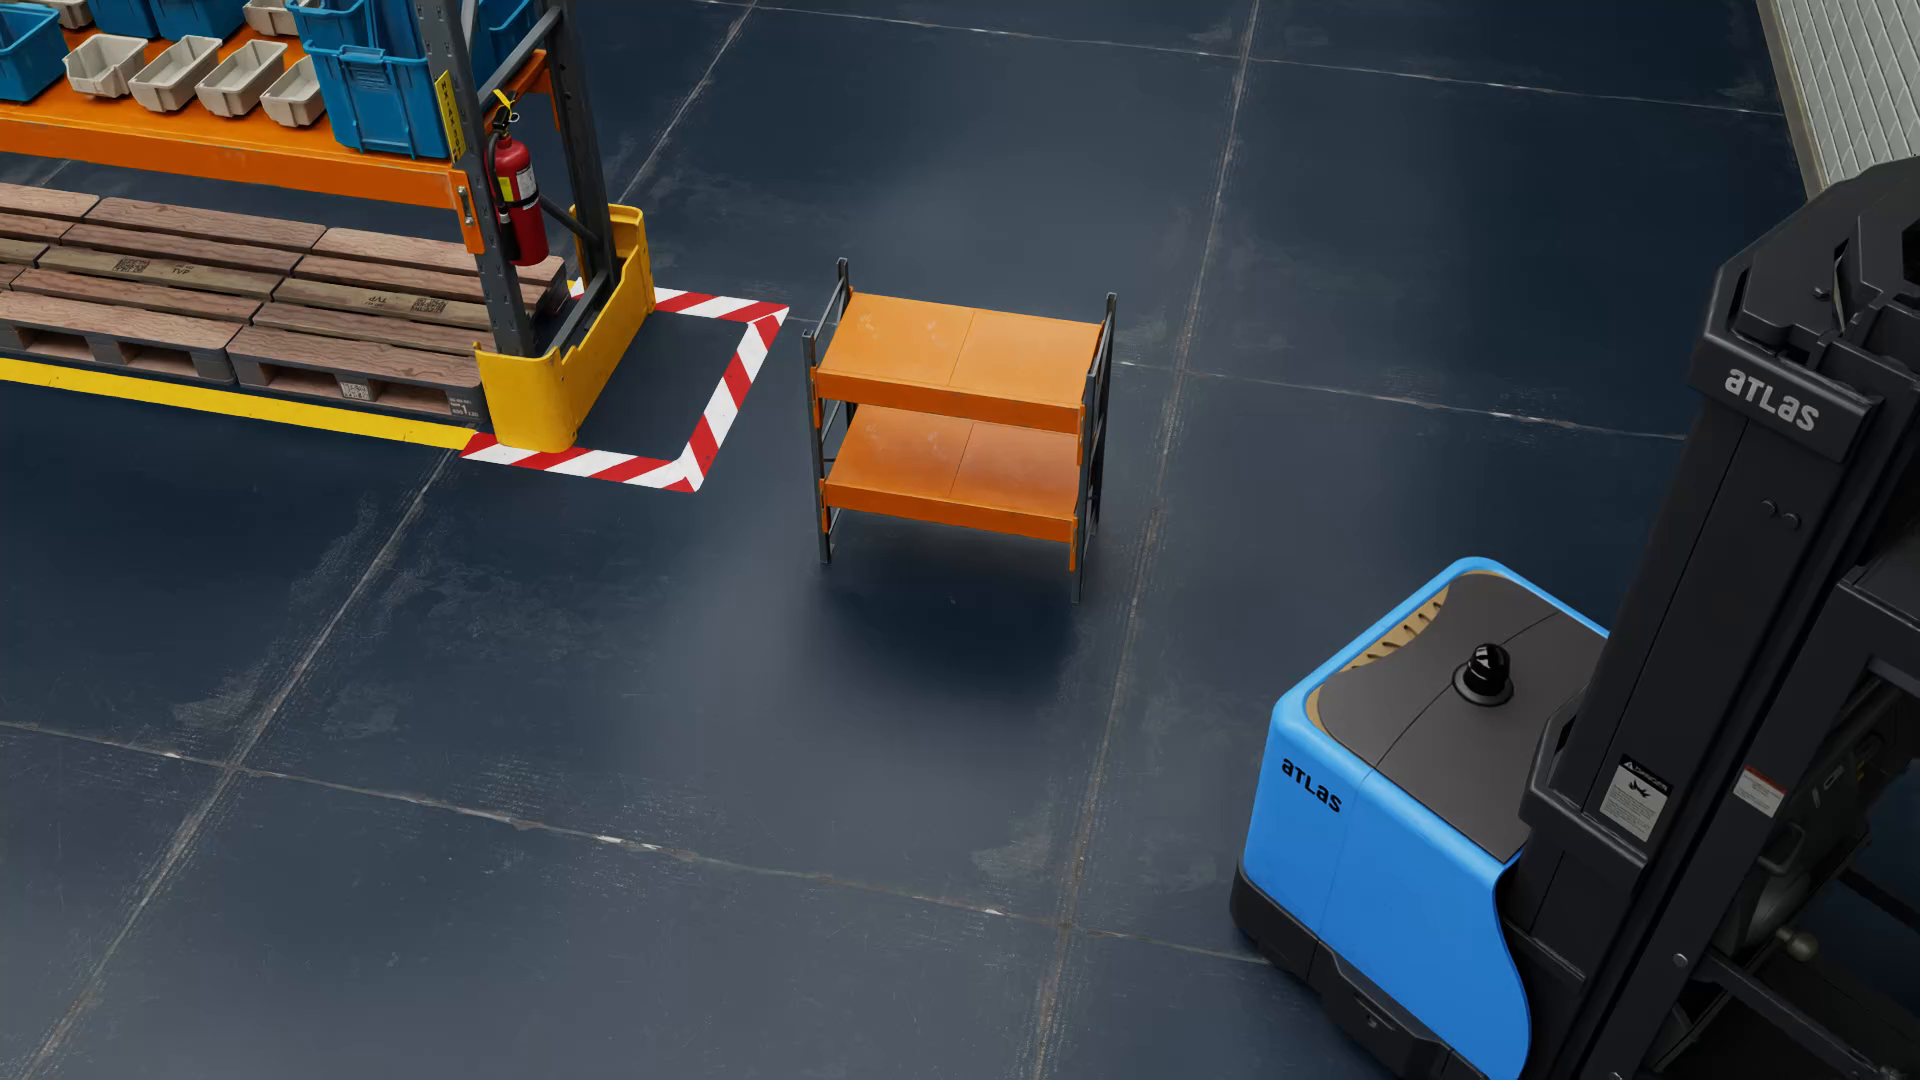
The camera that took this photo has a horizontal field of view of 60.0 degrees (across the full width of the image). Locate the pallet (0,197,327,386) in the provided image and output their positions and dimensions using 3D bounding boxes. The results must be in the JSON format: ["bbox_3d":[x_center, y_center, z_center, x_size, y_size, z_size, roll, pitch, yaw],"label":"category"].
[{"bbox_3d":[-3.737,-1.193,7.837,1.213,0.211,1.003,9,45,9],"label":"pallet"}]

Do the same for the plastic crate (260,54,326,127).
[{"bbox_3d":[-2.590,-1.787,6.591,0.243,0.136,0.396,9,45,9],"label":"plastic crate"}]

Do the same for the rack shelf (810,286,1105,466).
[{"bbox_3d":[0.007,-0.615,6.156,1.000,0.278,0.538,9,45,9],"label":"rack shelf"}]

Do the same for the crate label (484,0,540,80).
[{"bbox_3d":[-1.923,-2.081,6.827,0.303,0.233,0.416,9,45,9],"label":"crate label"}]

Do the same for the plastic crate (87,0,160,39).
[{"bbox_3d":[-3.501,-2.326,7.081,0.300,0.233,0.416,9,45,9],"label":"plastic crate"}]

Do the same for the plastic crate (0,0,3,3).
[{"bbox_3d":[-4.208,-2.089,6.799,0.530,0.282,0.437,9,45,9],"label":"plastic crate"}]

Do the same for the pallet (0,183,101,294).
[{"bbox_3d":[-4.932,-1.376,8.027,1.213,0.211,1.003,9,45,9],"label":"pallet"}]

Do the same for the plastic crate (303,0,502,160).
[{"bbox_3d":[-2.122,-1.819,6.408,0.499,0.435,0.616,9,45,9],"label":"plastic crate"}]

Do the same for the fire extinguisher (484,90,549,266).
[{"bbox_3d":[-1.706,-1.367,6.332,0.183,0.674,0.296,9,45,9],"label":"fire extinguisher"}]

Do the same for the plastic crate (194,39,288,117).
[{"bbox_3d":[-2.869,-1.841,6.647,0.243,0.136,0.396,9,45,9],"label":"plastic crate"}]

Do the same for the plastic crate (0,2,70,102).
[{"bbox_3d":[-3.814,-1.959,6.699,0.300,0.233,0.416,9,45,9],"label":"plastic crate"}]

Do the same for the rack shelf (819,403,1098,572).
[{"bbox_3d":[0.007,-0.228,6.528,1.000,0.278,0.538,9,45,9],"label":"rack shelf"}]

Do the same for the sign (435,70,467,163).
[{"bbox_3d":[-1.858,-1.544,6.073,0.005,0.325,0.100,9,45,9],"label":"sign"}]

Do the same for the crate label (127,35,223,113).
[{"bbox_3d":[-3.146,-1.867,6.673,0.243,0.136,0.396,9,45,9],"label":"crate label"}]

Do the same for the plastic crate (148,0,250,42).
[{"bbox_3d":[-3.208,-2.281,7.034,0.300,0.233,0.416,9,45,9],"label":"plastic crate"}]

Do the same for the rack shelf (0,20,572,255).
[{"bbox_3d":[-3.706,-1.904,7.083,4.000,0.370,1.077,9,45,9],"label":"rack shelf"}]

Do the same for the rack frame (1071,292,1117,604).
[{"bbox_3d":[0.503,-0.327,6.279,0.032,1.125,0.500,9,45,9],"label":"rack frame"}]

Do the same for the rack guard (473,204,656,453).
[{"bbox_3d":[-1.728,-0.964,7.391,0.348,0.500,1.175,9,45,9],"label":"rack guard"}]

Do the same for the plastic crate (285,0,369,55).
[{"bbox_3d":[-2.566,-2.181,6.930,0.300,0.233,0.416,9,45,9],"label":"plastic crate"}]

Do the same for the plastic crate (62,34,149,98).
[{"bbox_3d":[-3.439,-1.899,6.707,0.250,0.136,0.298,9,45,9],"label":"plastic crate"}]

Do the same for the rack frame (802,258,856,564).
[{"bbox_3d":[-0.489,-0.481,6.439,0.032,1.125,0.500,9,45,9],"label":"rack frame"}]

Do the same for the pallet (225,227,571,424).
[{"bbox_3d":[-2.550,-1.006,7.643,1.213,0.211,1.003,9,45,9],"label":"pallet"}]

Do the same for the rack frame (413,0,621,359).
[{"bbox_3d":[-1.754,-1.860,6.519,0.127,3.000,1.000,9,45,9],"label":"rack frame"}]

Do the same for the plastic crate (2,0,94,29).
[{"bbox_3d":[-3.893,-2.332,7.157,0.466,0.136,0.293,9,45,9],"label":"plastic crate"}]

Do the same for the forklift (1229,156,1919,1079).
[{"bbox_3d":[2.231,0.728,3.880,1.130,2.935,3.031,-32,52,-29],"label":"forklift"}]

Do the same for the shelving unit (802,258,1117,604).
[{"bbox_3d":[0.007,-0.404,6.359,1.048,1.125,0.538,9,45,9],"label":"shelving unit"}]

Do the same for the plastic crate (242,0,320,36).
[{"bbox_3d":[-2.880,-2.254,7.076,0.298,0.136,0.250,9,45,9],"label":"plastic crate"}]
